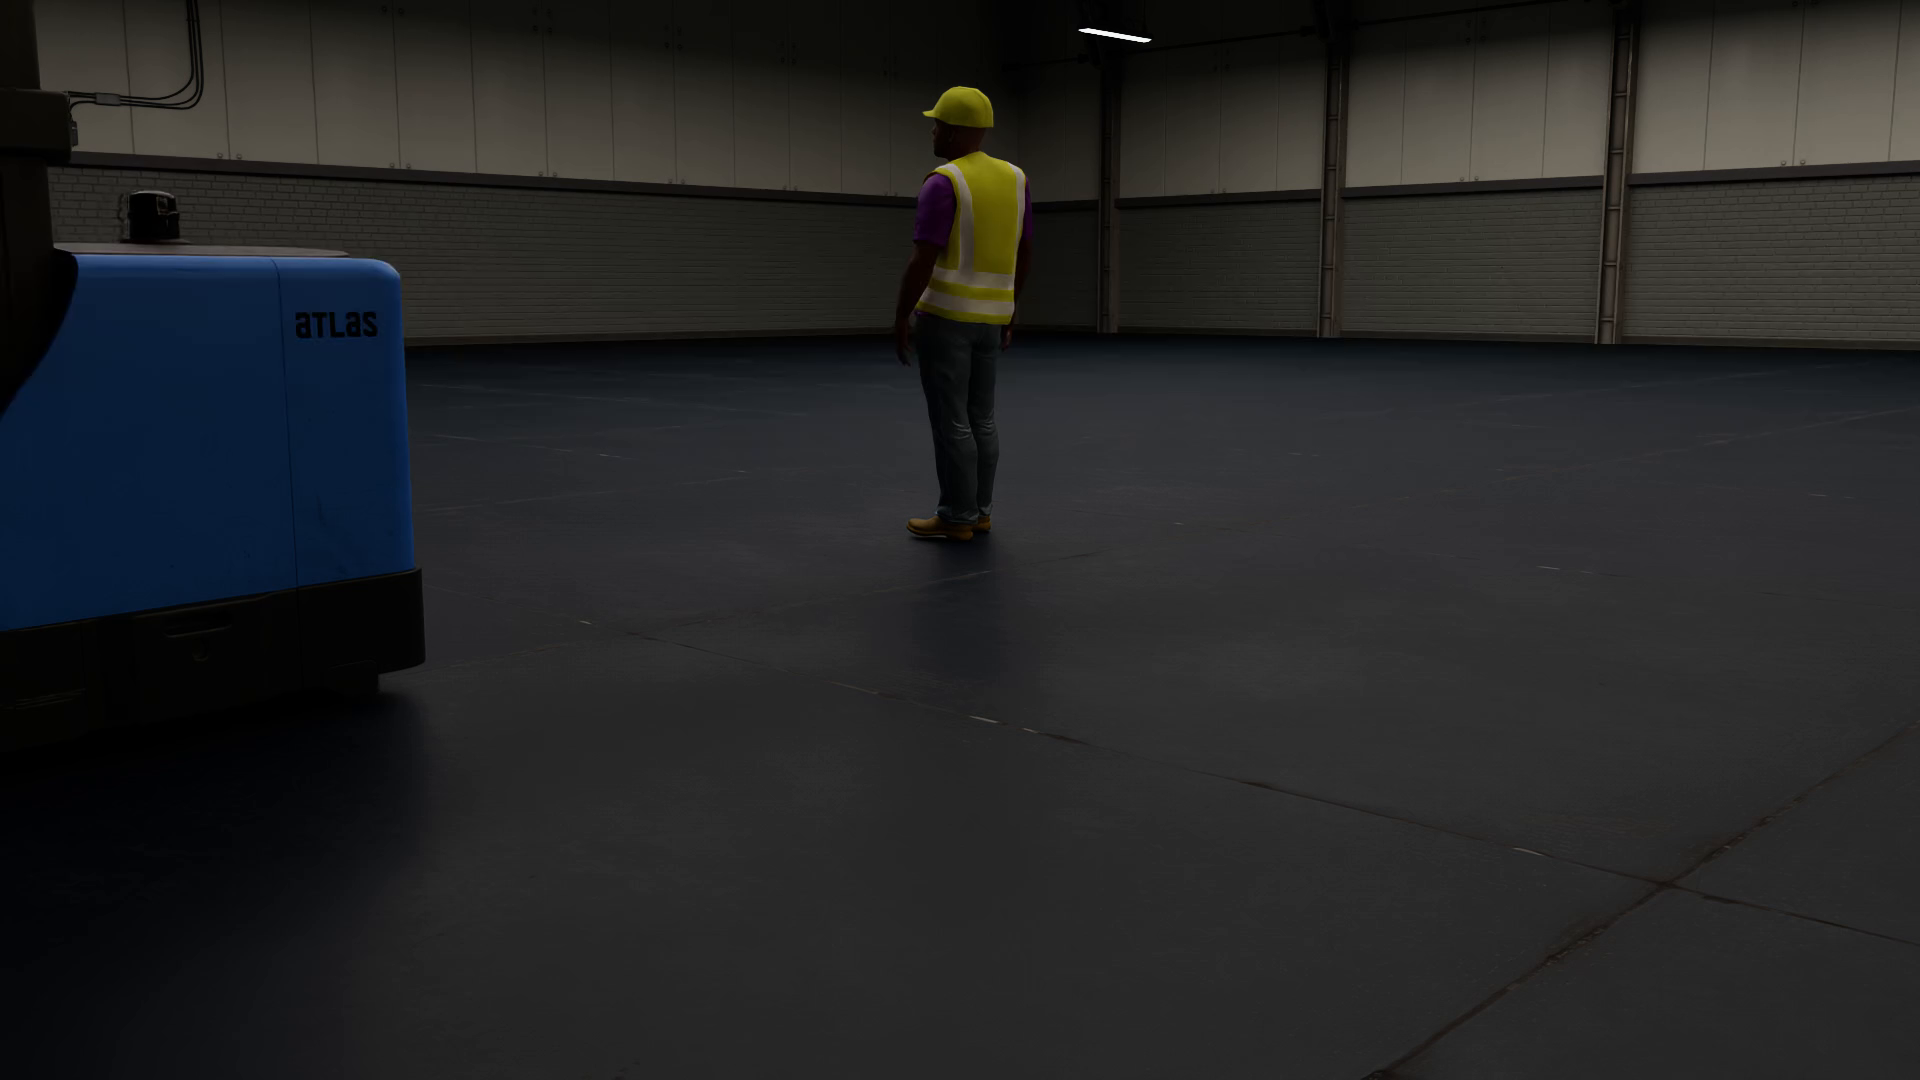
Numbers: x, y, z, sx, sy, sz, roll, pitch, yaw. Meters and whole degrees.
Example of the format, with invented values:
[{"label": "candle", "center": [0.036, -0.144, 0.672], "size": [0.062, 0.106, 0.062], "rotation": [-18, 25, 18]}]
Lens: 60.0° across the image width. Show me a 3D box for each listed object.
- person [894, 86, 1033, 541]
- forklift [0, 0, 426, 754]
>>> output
[{"label": "person", "center": [-0.046, -0.889, 6.637], "size": [0.575, 1.768, 0.665], "rotation": [8, 12, 43]}, {"label": "forklift", "center": [-2.662, -0.944, 3.144], "size": [1.130, 2.935, 3.031], "rotation": [7, 11, 38]}]
